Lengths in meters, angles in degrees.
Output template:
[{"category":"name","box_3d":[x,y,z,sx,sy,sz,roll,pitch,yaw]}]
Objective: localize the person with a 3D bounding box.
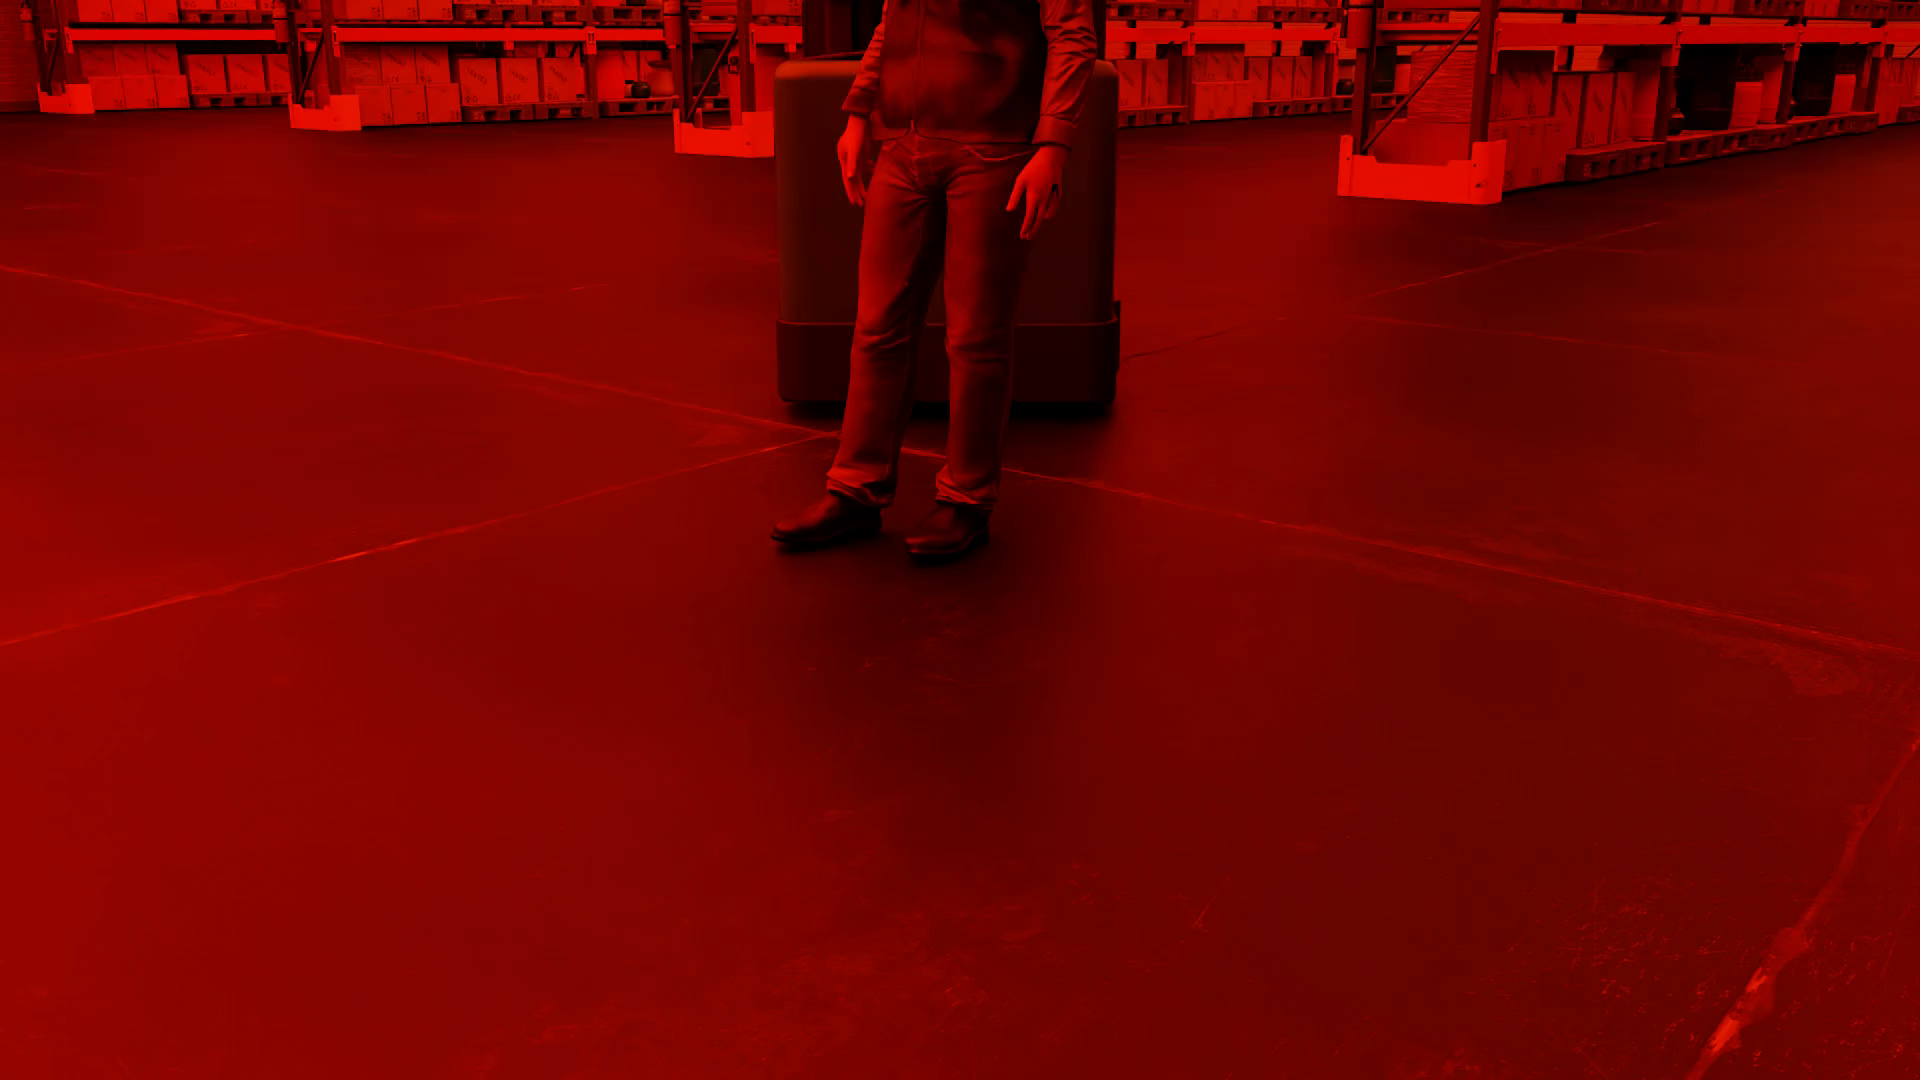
[{"category":"person","box_3d":[-0.046,-0.818,3.648,0.633,1.722,0.566,13,21,37]}]

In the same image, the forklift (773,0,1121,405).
[{"category":"forklift","box_3d":[-0.017,-2.195,6.126,1.130,2.935,3.031,0,17,1]}]
